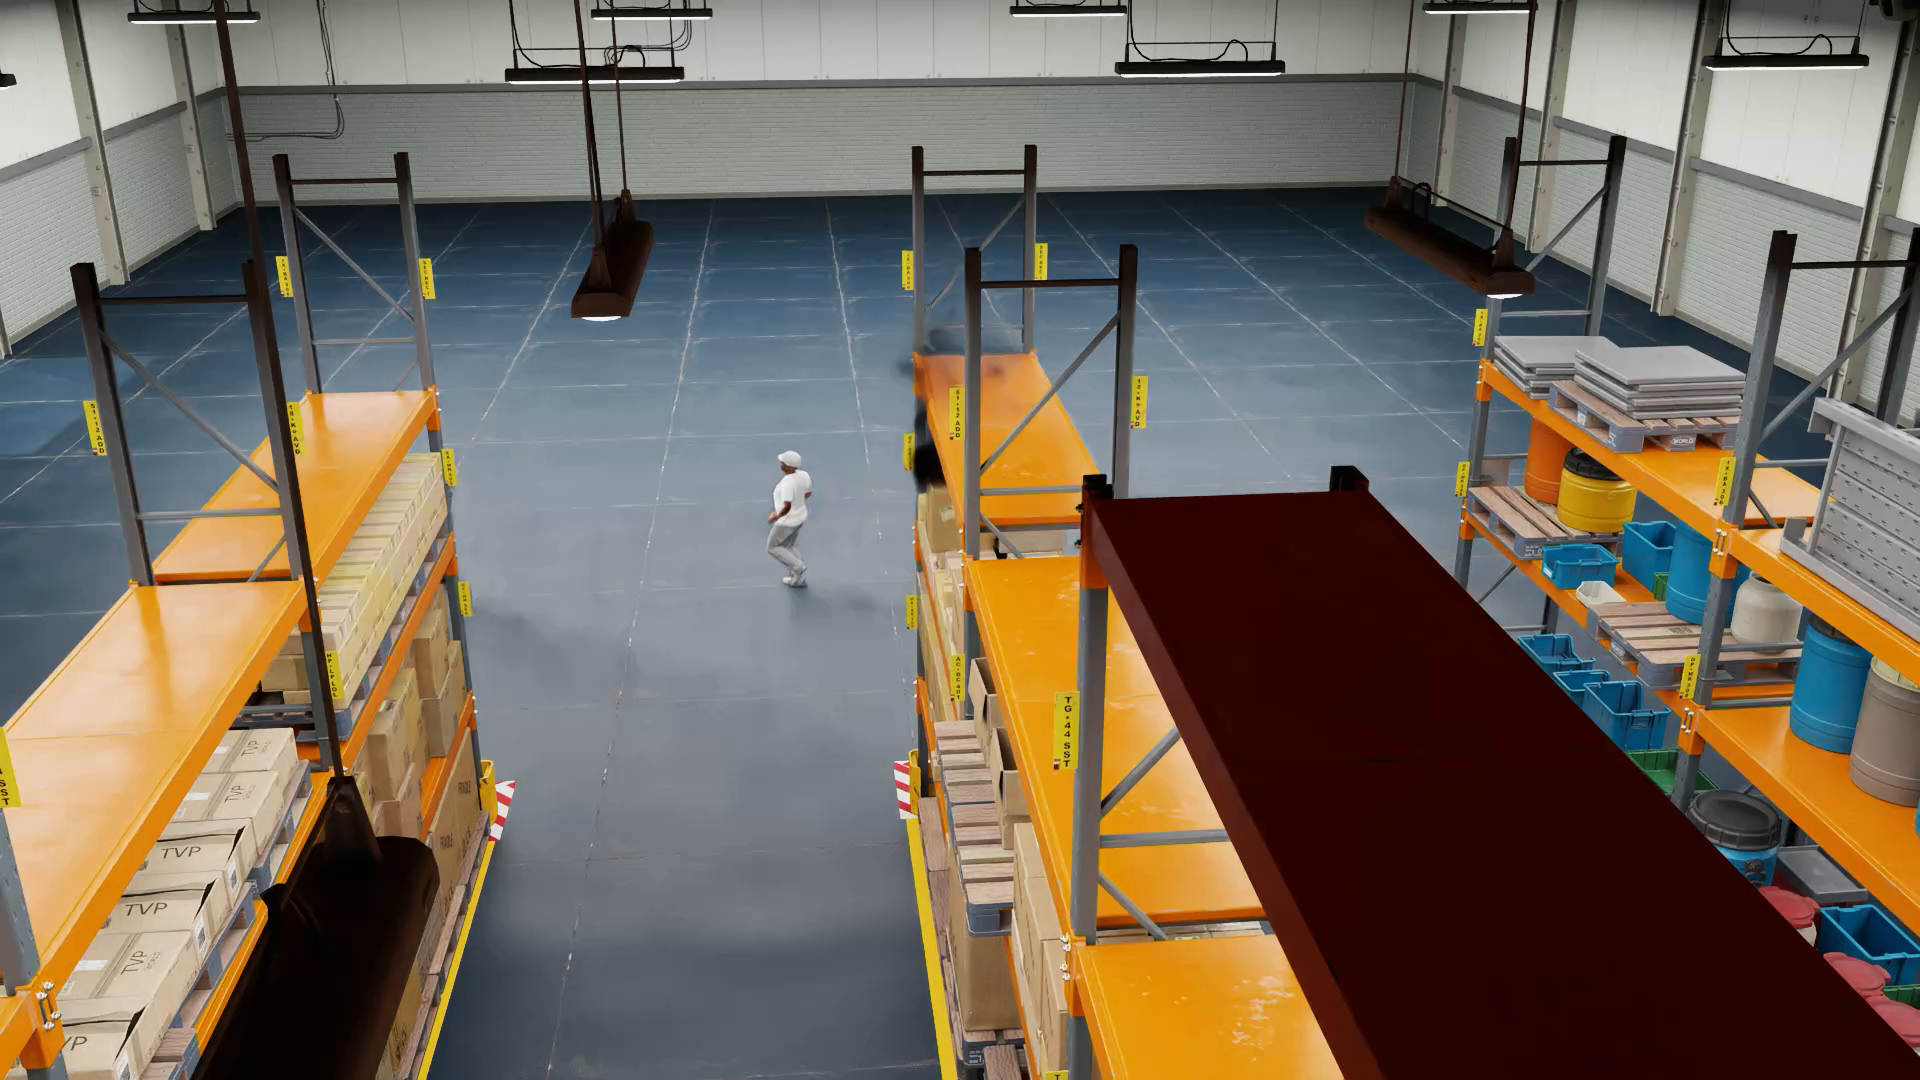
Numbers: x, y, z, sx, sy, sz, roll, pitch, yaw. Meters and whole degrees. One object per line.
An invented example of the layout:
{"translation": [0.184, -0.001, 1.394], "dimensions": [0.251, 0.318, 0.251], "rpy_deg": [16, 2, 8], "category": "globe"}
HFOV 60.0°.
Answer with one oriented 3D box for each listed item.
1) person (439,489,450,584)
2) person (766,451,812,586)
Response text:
{"translation": [-6.410, -0.182, 19.818], "dimensions": [0.880, 1.721, 0.662], "rpy_deg": [16, 26, 34], "category": "person"}
{"translation": [-2.052, -0.256, 19.960], "dimensions": [0.587, 1.723, 0.747], "rpy_deg": [10, 24, 24], "category": "person"}
